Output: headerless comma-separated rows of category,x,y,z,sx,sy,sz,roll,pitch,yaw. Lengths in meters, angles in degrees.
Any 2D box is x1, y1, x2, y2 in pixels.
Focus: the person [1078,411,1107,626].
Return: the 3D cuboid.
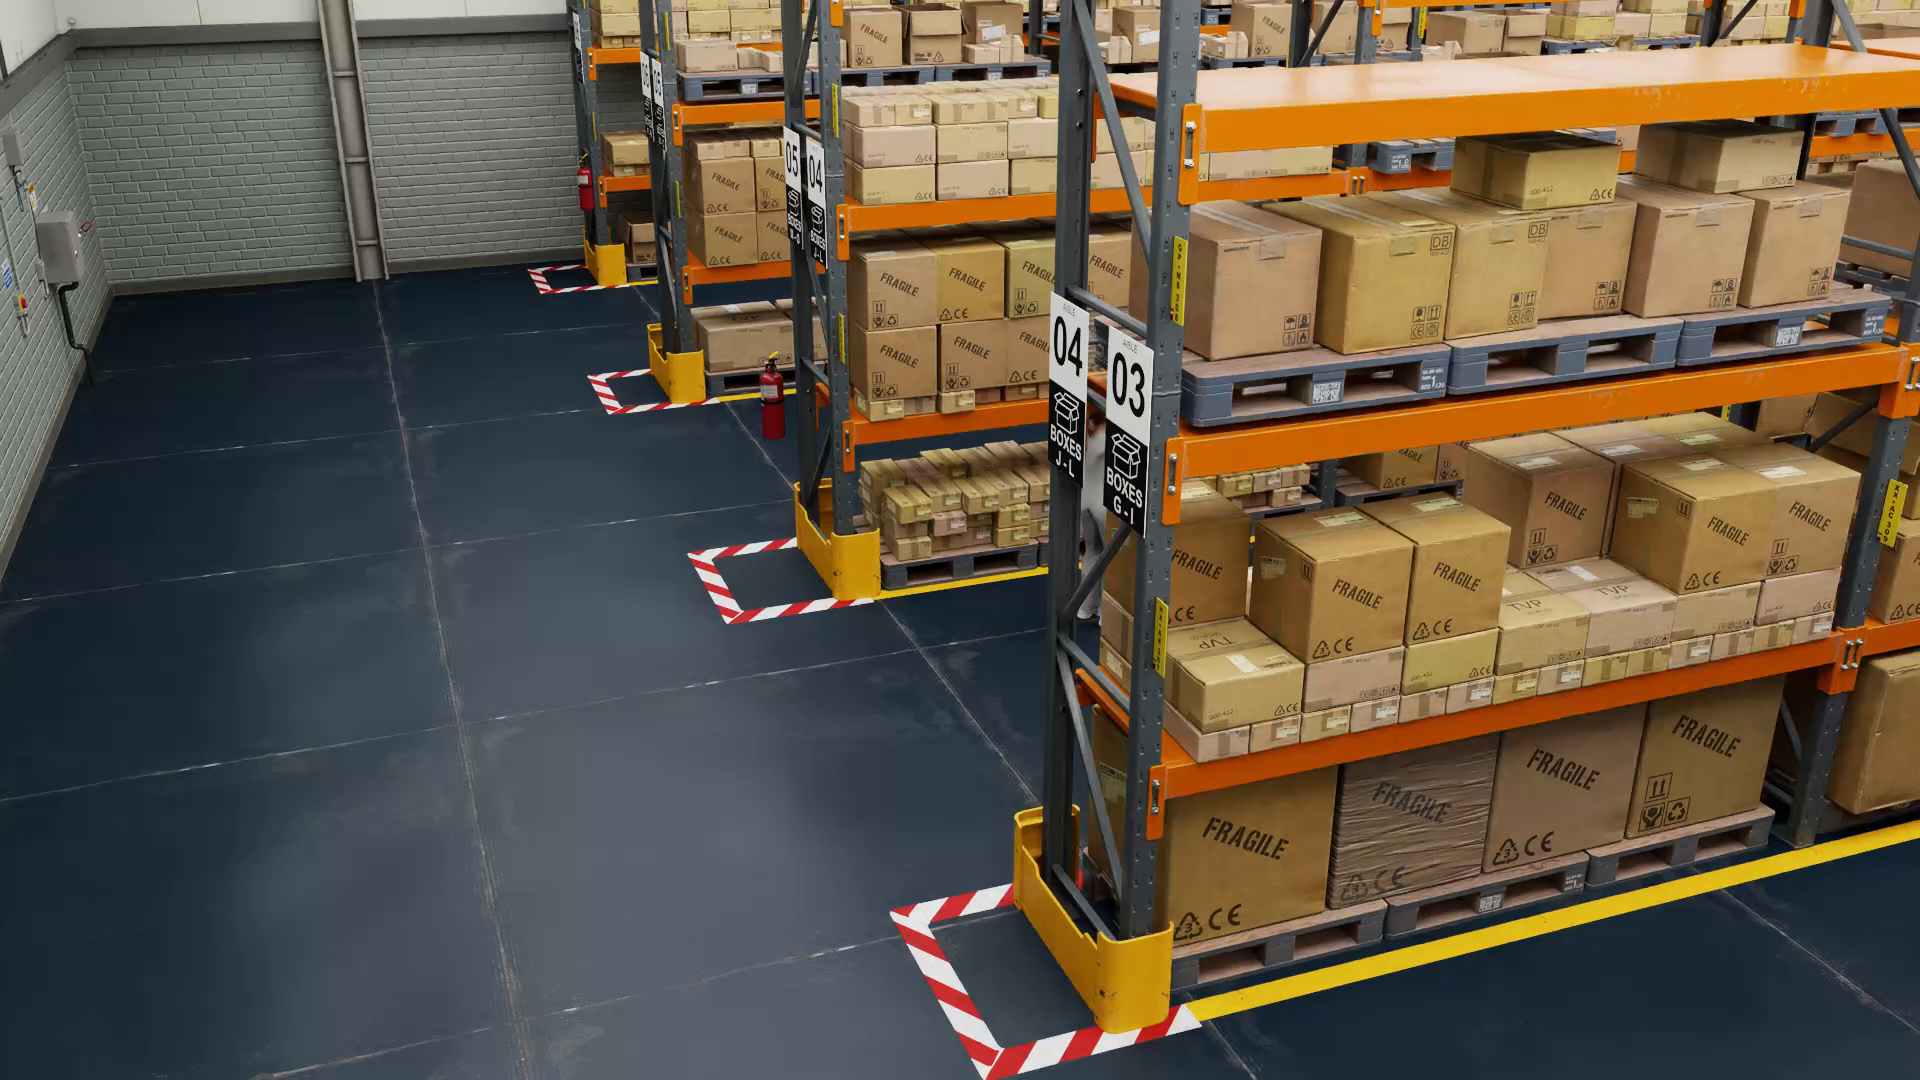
person,1.036,-0.222,11.369,0.535,1.668,0.431,-14,27,-31
